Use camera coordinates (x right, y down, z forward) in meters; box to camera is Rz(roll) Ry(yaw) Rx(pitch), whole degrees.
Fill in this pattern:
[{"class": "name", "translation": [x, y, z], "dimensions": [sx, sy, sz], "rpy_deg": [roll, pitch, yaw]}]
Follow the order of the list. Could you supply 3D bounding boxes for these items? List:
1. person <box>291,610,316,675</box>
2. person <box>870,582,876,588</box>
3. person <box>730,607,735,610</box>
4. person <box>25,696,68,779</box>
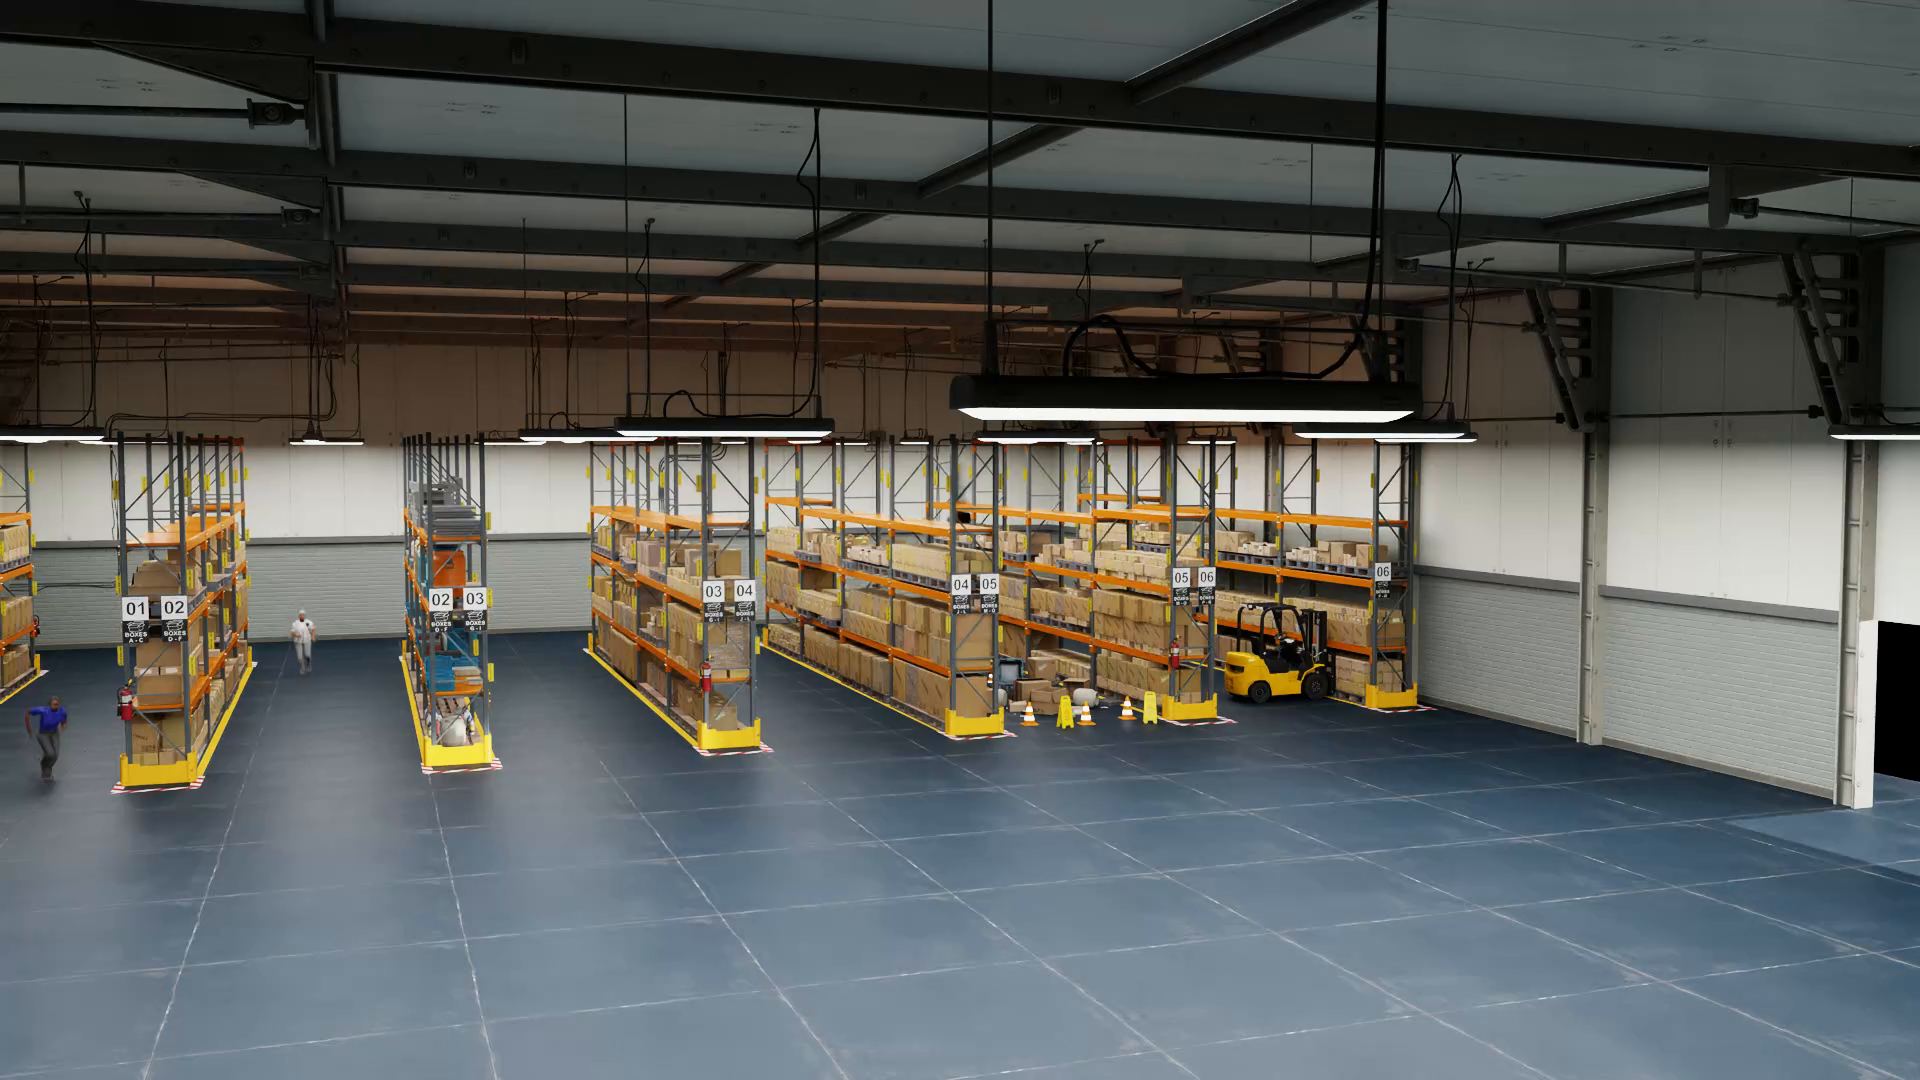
[{"class": "person", "translation": [-16.517, 2.587, 41.828], "dimensions": [0.591, 1.629, 0.577], "rpy_deg": [-1, 3, -19]}, {"class": "person", "translation": [-2.454, 2.023, 46.691], "dimensions": [0.660, 1.830, 0.847], "rpy_deg": [-1, 3, -24]}, {"class": "person", "translation": [-6.544, 2.237, 47.079], "dimensions": [0.714, 1.745, 0.711], "rpy_deg": [0, 3, -6]}, {"class": "person", "translation": [-15.660, 3.406, 28.521], "dimensions": [0.855, 1.472, 0.602], "rpy_deg": [3, 4, 42]}]
